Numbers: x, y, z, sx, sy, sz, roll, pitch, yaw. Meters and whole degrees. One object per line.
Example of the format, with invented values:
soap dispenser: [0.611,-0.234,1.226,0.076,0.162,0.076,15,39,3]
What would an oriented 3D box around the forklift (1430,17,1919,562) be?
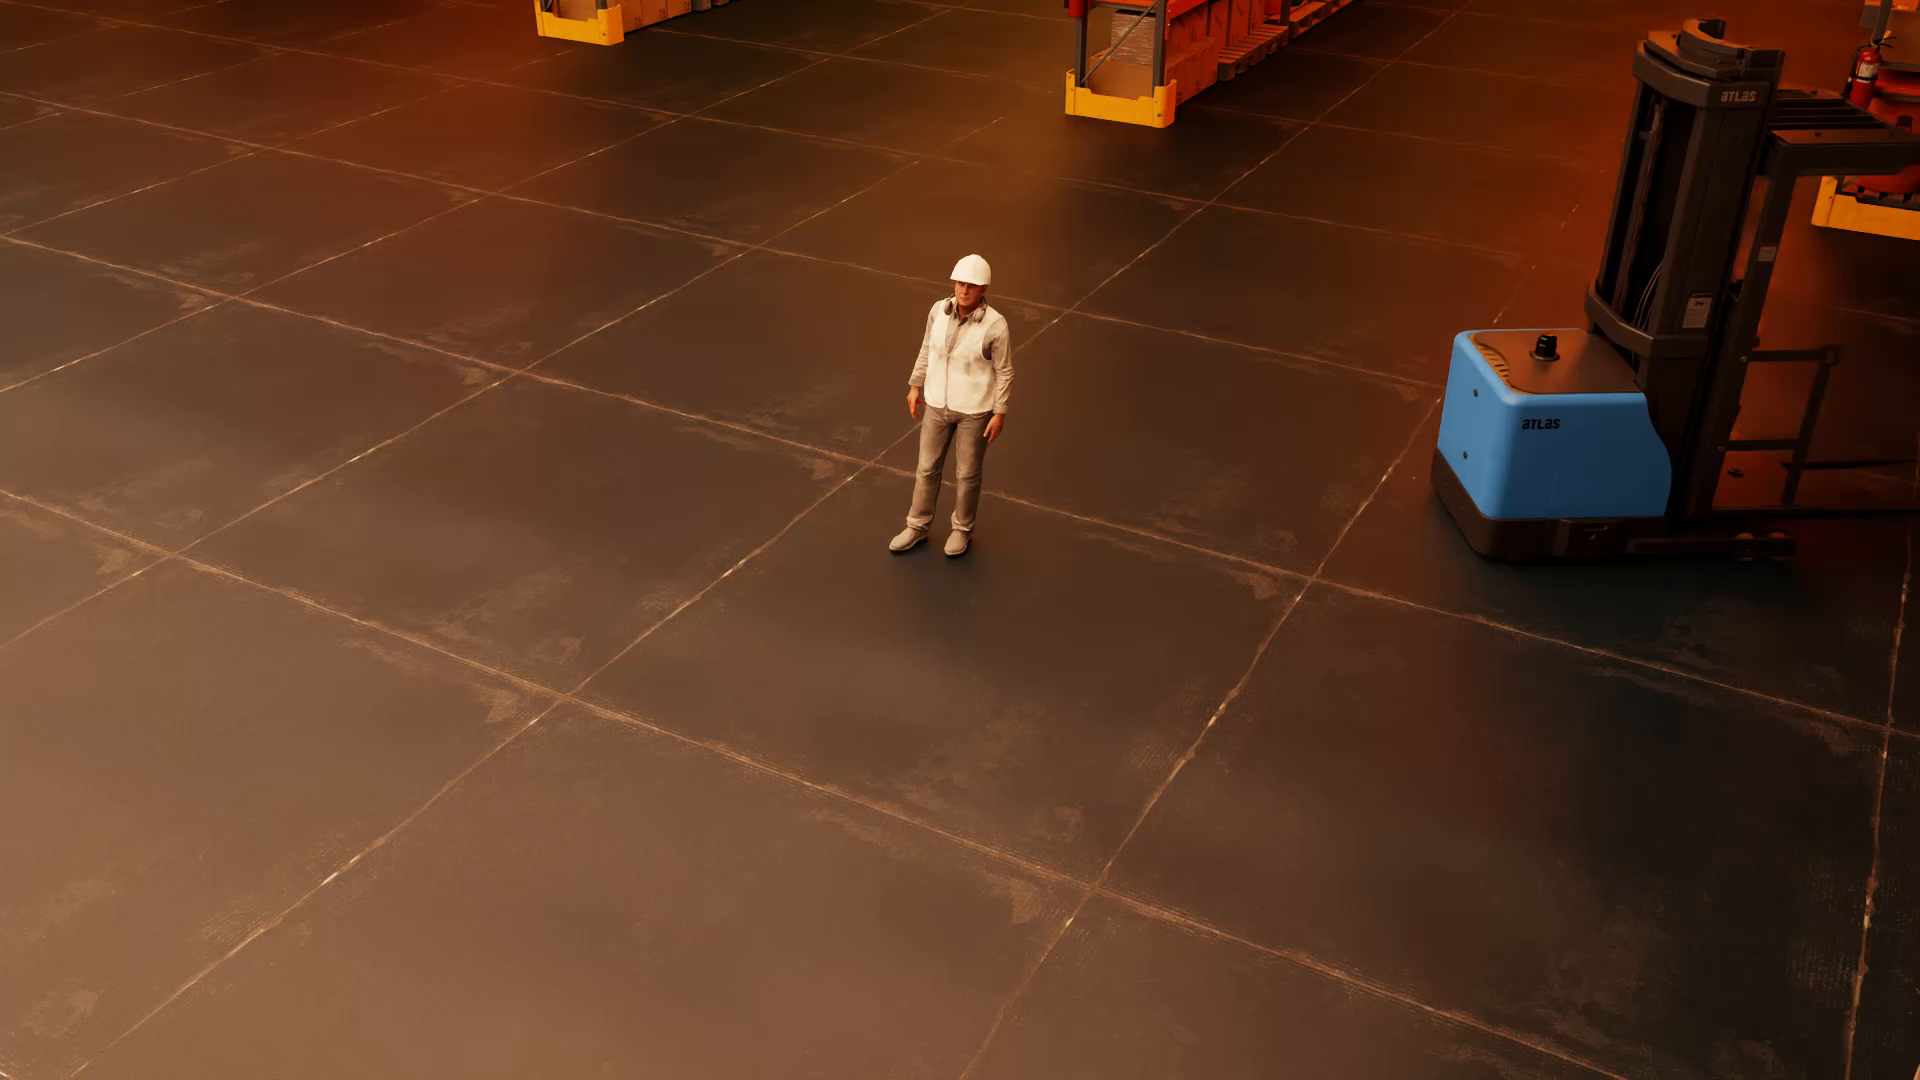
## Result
forklift: [4.504,-1.408,9.510,3.031,2.935,1.130,-1,30,-2]

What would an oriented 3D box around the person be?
person: [-0.037,-0.749,9.511,0.634,1.775,0.566,15,33,25]
